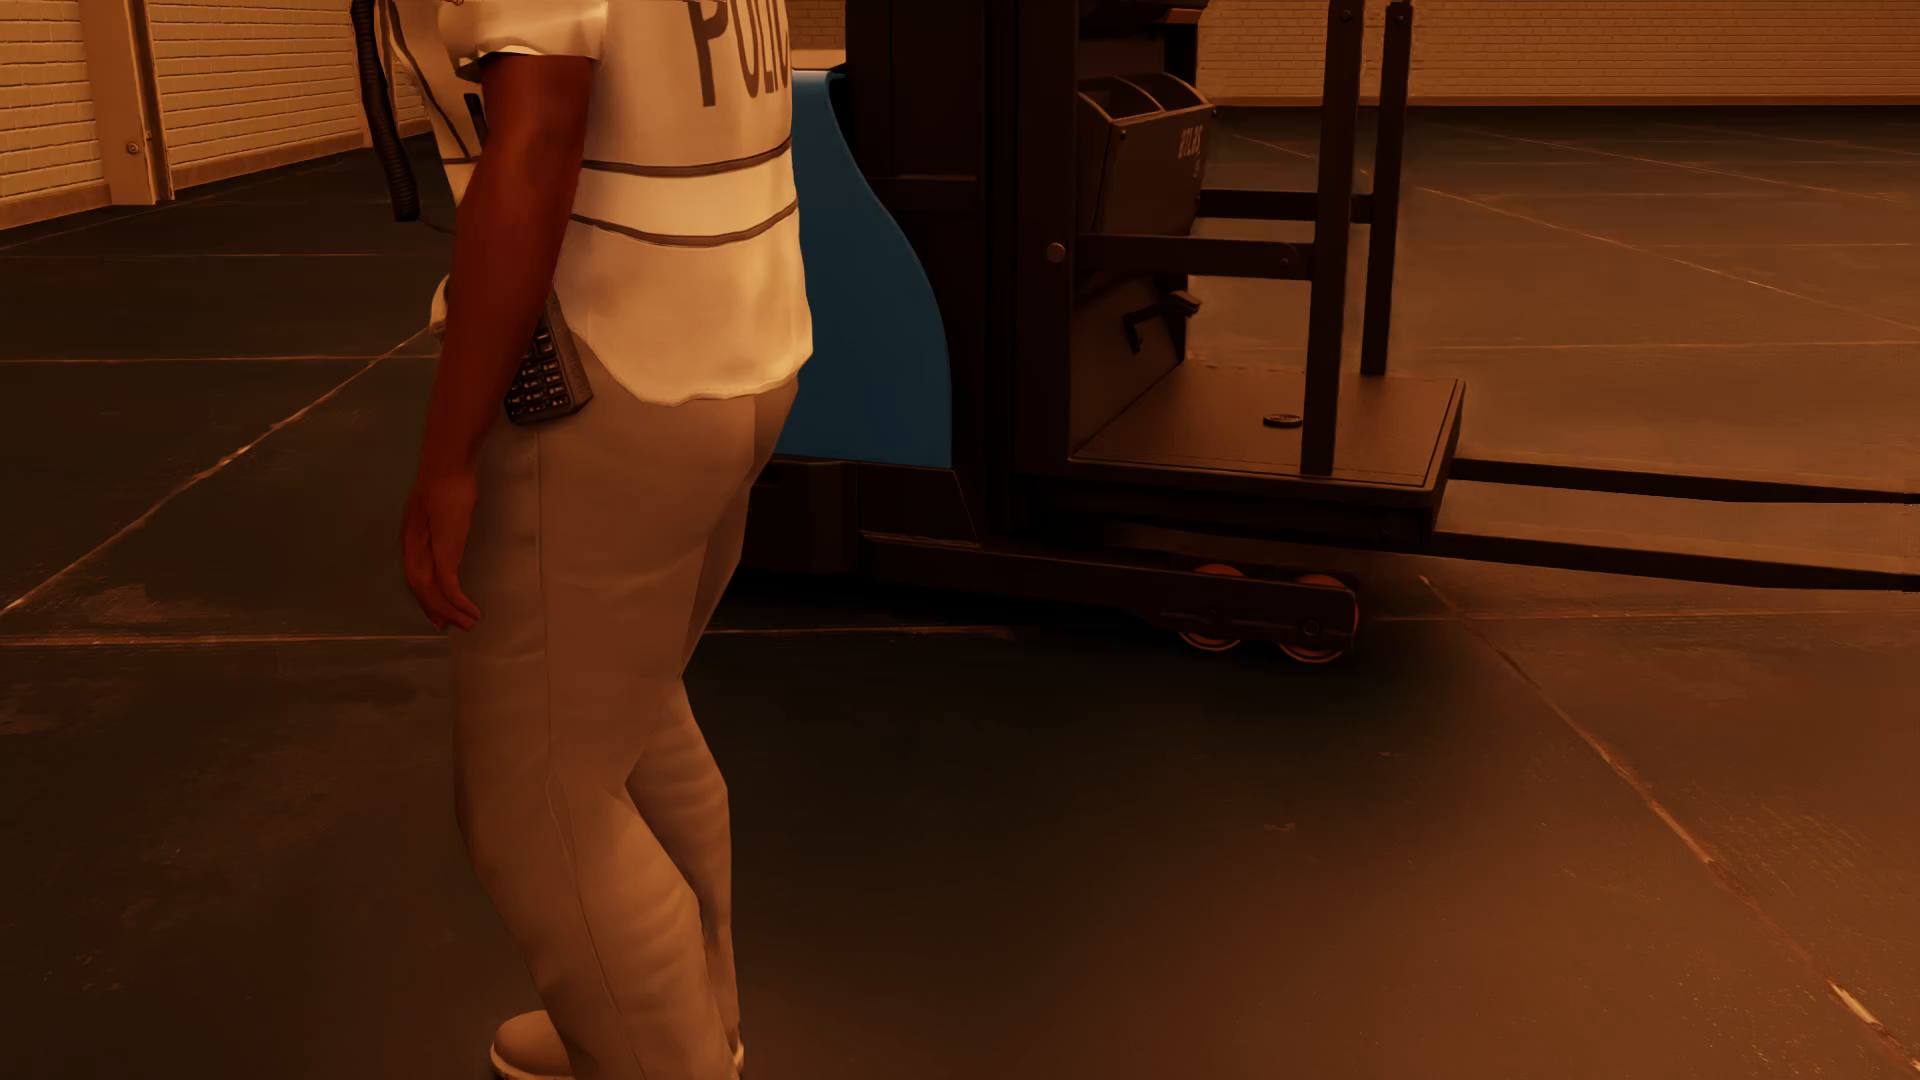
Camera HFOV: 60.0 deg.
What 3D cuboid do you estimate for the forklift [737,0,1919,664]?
[{"bbox_3d":[0.576,-1.343,3.296,3.031,2.935,1.130,6,18,18],"label":"forklift"}]

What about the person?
[{"bbox_3d":[-0.350,-0.131,1.523,0.422,1.654,0.587,2,17,7],"label":"person"}]
